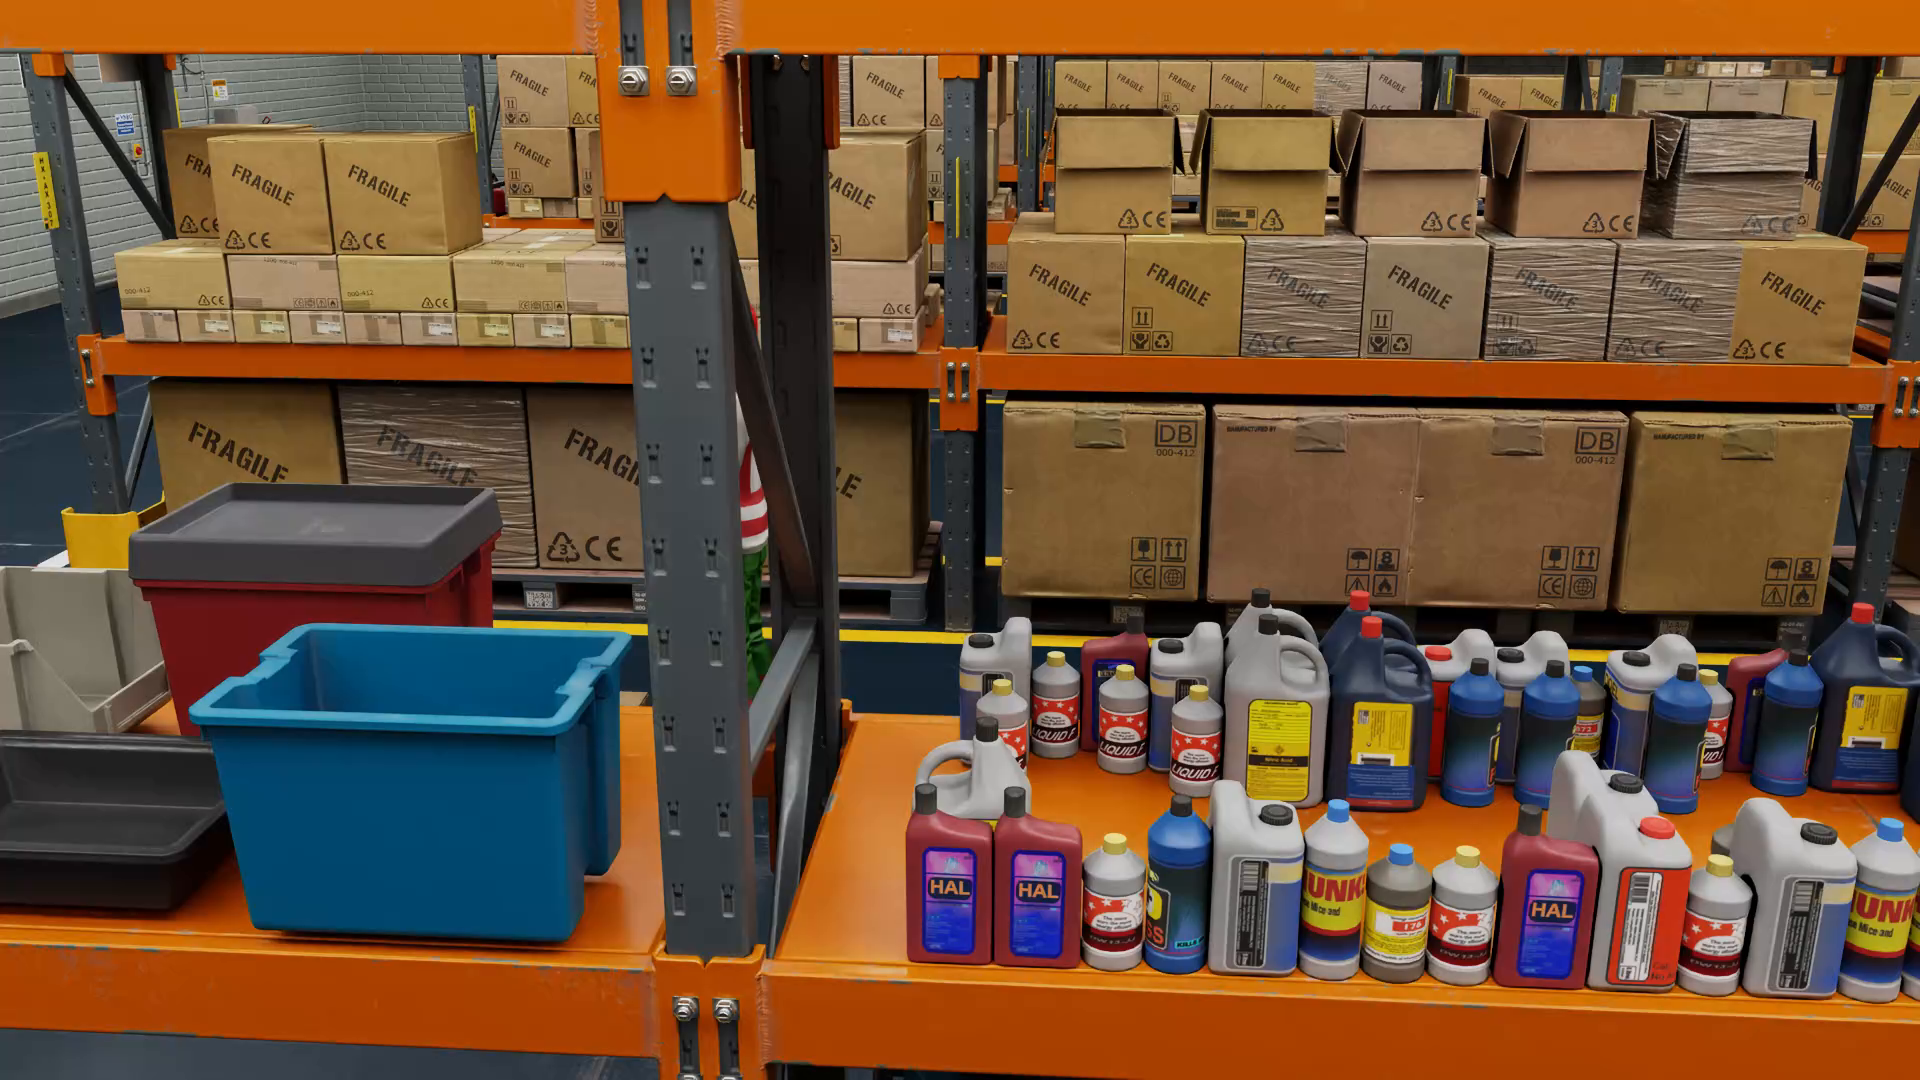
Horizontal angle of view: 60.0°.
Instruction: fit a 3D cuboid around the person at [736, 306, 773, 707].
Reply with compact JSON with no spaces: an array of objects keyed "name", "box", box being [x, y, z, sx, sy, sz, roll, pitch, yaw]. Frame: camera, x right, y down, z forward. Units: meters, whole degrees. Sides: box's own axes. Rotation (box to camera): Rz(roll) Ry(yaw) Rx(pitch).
[{"name":"person","box":[-0.832,0.013,5.967,0.332,1.786,0.524,2,17,5]}]
